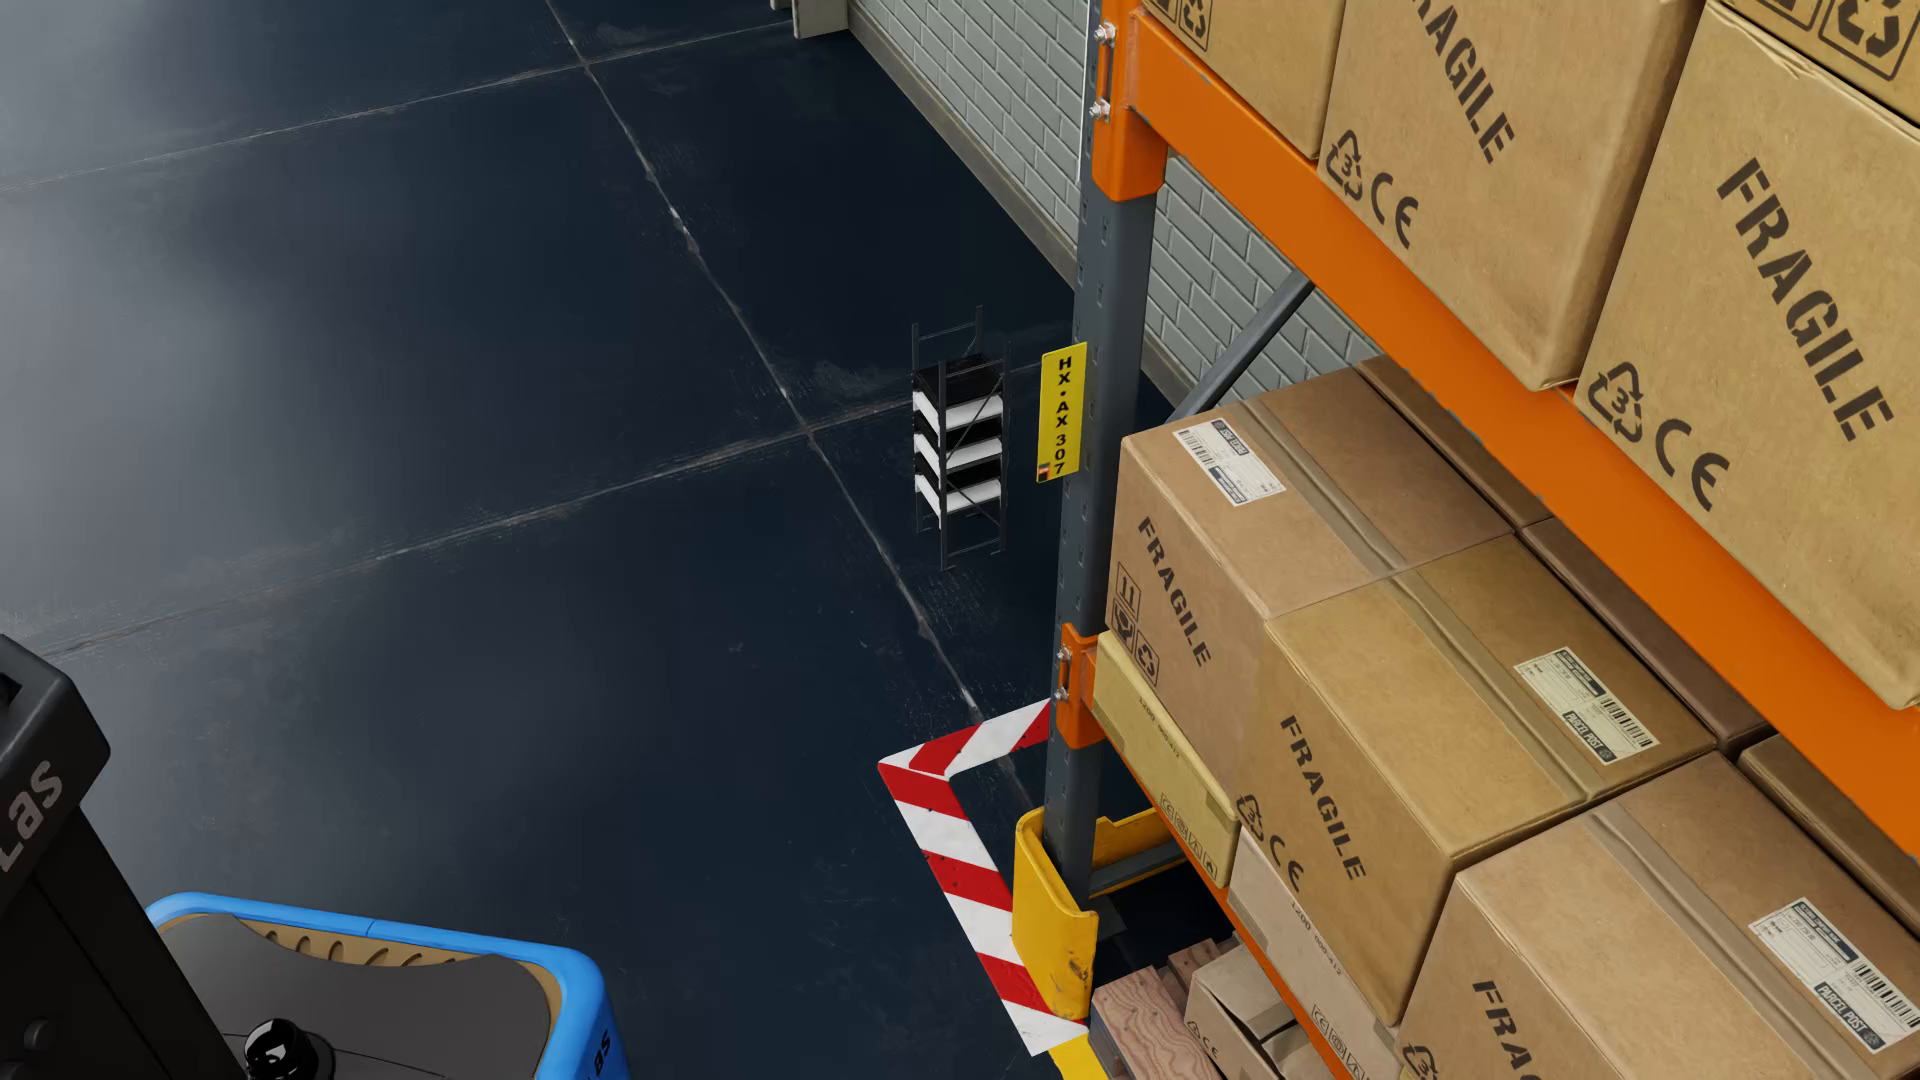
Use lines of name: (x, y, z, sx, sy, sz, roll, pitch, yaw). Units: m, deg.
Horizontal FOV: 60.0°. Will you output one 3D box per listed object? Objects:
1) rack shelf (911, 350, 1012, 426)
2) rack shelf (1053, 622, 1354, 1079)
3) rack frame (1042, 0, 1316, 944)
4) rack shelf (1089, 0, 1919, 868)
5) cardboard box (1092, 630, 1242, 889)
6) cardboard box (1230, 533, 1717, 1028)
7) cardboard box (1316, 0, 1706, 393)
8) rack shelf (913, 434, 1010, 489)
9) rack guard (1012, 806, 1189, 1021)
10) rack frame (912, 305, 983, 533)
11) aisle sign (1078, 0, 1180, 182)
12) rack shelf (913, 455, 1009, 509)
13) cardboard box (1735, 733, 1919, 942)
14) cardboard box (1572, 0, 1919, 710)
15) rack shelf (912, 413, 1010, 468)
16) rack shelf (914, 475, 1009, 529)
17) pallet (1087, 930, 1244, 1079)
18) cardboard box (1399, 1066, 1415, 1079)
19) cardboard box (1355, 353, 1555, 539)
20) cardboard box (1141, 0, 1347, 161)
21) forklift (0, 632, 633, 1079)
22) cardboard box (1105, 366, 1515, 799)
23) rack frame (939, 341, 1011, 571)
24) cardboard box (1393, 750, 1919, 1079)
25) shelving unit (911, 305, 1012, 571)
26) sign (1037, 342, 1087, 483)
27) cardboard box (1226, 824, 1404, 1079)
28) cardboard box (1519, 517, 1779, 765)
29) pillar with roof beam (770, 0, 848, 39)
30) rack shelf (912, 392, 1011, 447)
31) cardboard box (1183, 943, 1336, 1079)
rack shelf: (0.003, -0.484, 5.262, 0.258, 0.077, 0.200, -18, 47, -17)
rack shelf: (1.534, 1.433, 2.674, 1.077, 0.370, 4.000, -18, 47, -17)
rack frame: (0.693, -0.098, 3.713, 1.000, 3.000, 0.127, -18, 47, -17)
rack shelf: (1.534, 0.365, 1.621, 1.077, 0.370, 4.000, -18, 47, -17)
cardboard box: (0.610, 0.353, 3.349, 0.500, 0.250, 0.500, -19, 48, -19)
cardboard box: (0.820, 0.393, 2.775, 0.500, 0.500, 0.500, -18, 47, -17)
cardboard box: (0.800, -0.568, 1.969, 0.500, 0.500, 0.500, -15, 47, -15)
rack shelf: (0.003, -0.291, 5.452, 0.258, 0.077, 0.200, -18, 47, -17)
rack guard: (0.725, 0.841, 4.542, 1.175, 0.500, 0.348, -18, 47, -17)
rack frame: (-0.039, -0.380, 5.494, 0.240, 0.900, 0.006, -18, 47, -17)
aisle sign: (0.390, -0.980, 2.757, 0.394, 0.787, 0.004, -18, 47, -17)
rack shelf: (0.003, -0.227, 5.515, 0.258, 0.077, 0.200, -18, 47, -17)
cardboard box: (1.508, 0.571, 2.594, 0.500, 0.500, 0.500, -19, 48, -18)
cardboard box: (1.022, -0.239, 1.635, 0.500, 0.500, 0.500, -16, 47, -16)
rack shelf: (0.003, -0.355, 5.389, 0.258, 0.077, 0.200, -18, 47, -17)
rack shelf: (0.003, -0.163, 5.579, 0.258, 0.077, 0.200, -18, 47, -17)
pallet: (1.034, 1.472, 4.108, 1.003, 0.211, 1.213, -18, 47, -17)
cardboard box: (1.050, 1.006, 2.687, 0.500, 0.250, 0.500, -19, 48, -18)
cardboard box: (1.084, -0.081, 3.255, 0.500, 0.500, 0.500, -19, 48, -18)
cardboard box: (0.607, -0.921, 2.327, 0.500, 0.500, 0.500, -17, 47, -16)
forklift: (-1.455, 1.528, 2.115, 1.130, 2.935, 3.031, 7, 45, 7)
cardboard box: (0.621, 0.075, 3.097, 0.500, 0.500, 0.500, -18, 47, -17)
rack frame: (0.046, -0.250, 5.363, 0.240, 0.900, 0.006, -18, 47, -17)
cardboard box: (1.031, 0.724, 2.440, 0.500, 0.500, 0.500, -20, 48, -19)
shelving unit: (0.003, -0.315, 5.429, 0.258, 0.900, 0.210, -18, 47, -17)
sign: (0.201, -0.245, 3.247, 0.100, 0.325, 0.005, -18, 47, -17)
cardboard box: (0.841, 0.680, 3.018, 0.500, 0.250, 0.500, -19, 48, -19)
cardboard box: (1.287, 0.243, 2.927, 0.500, 0.500, 0.500, -17, 47, -17)
pillar with roof beam: (-4.657, -4.595, 4.000, 9.100, 9.000, 0.400, -18, 47, -17)
rack shelf: (0.003, -0.420, 5.326, 0.258, 0.077, 0.200, -18, 47, -17)
cardboard box: (0.902, 1.170, 4.029, 0.500, 0.311, 0.500, -23, 49, -22)
